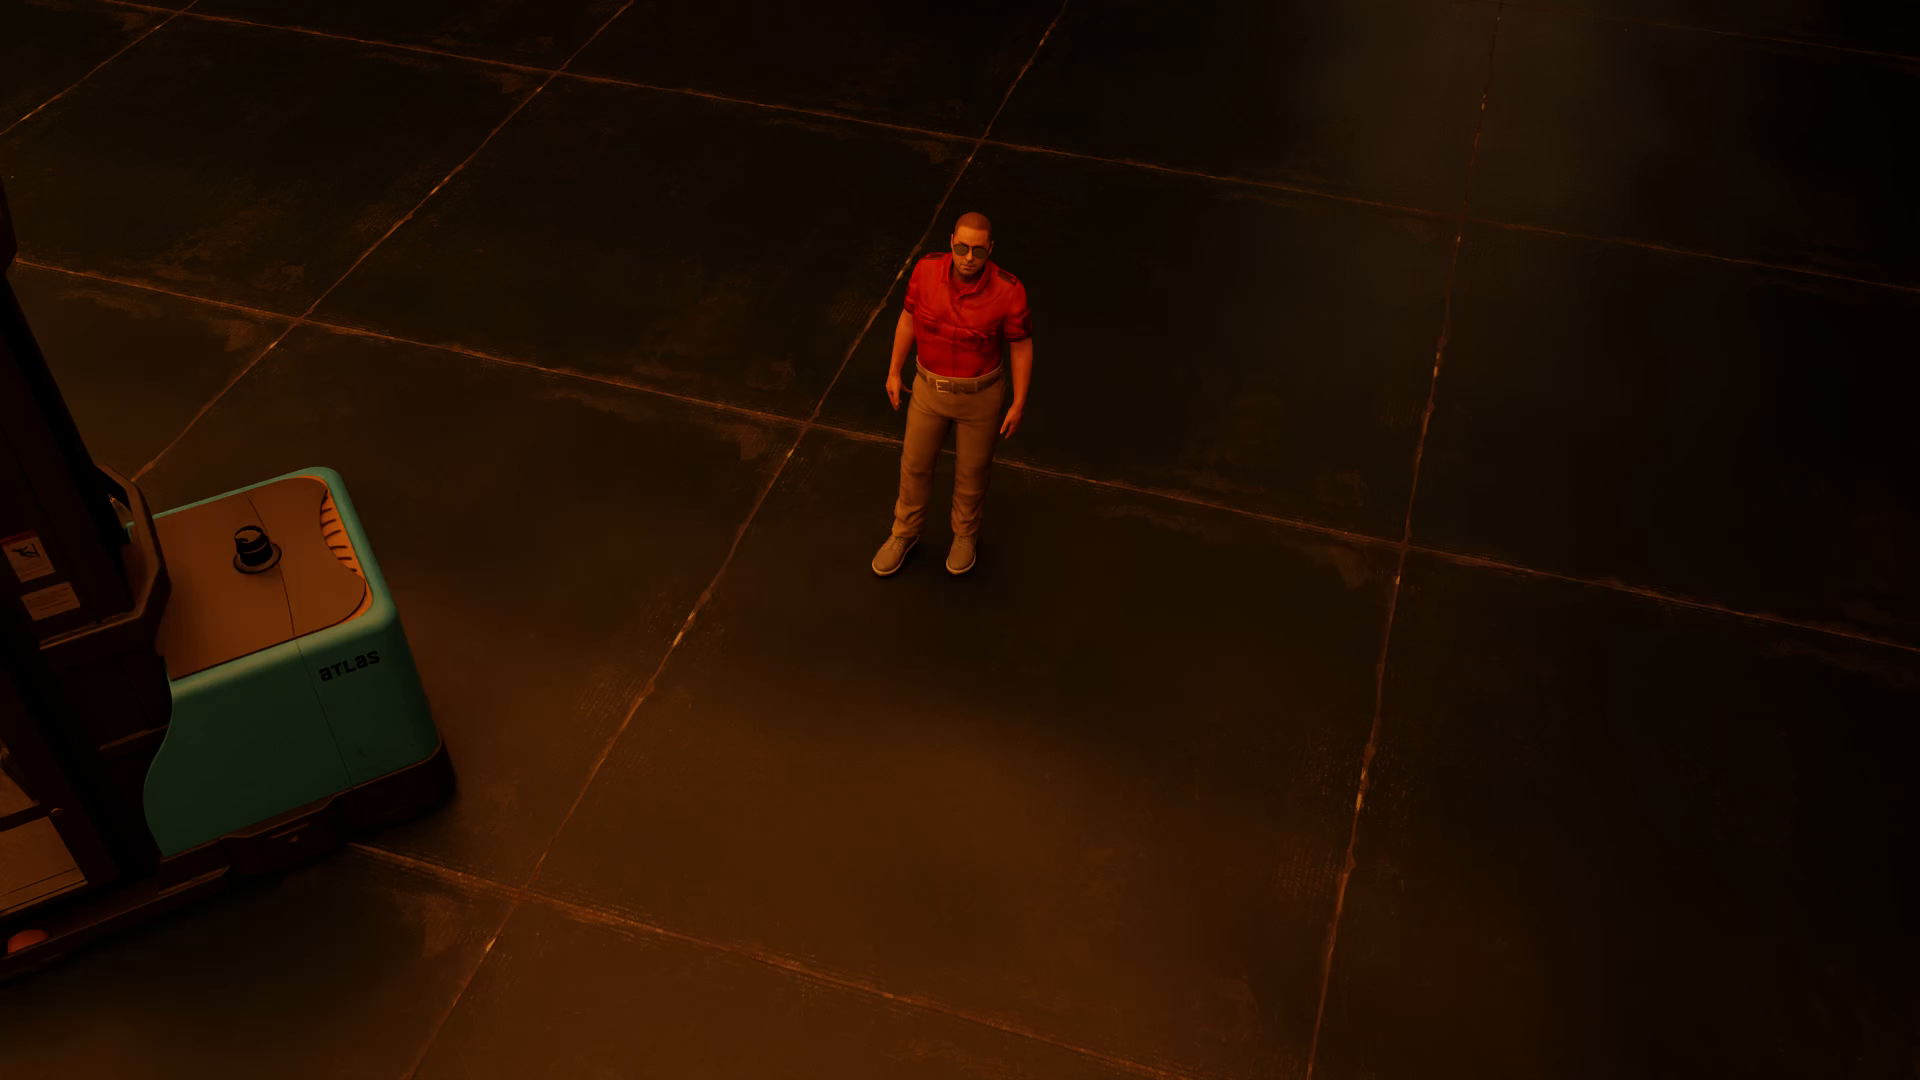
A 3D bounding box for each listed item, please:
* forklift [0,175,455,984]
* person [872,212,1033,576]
[{"bbox_3d":[-3.574,0.168,5.508,3.031,2.935,1.130,-20,47,-21],"label":"forklift"},{"bbox_3d":[-0.038,-0.582,7.187,0.642,1.727,0.550,12,44,13],"label":"person"}]
